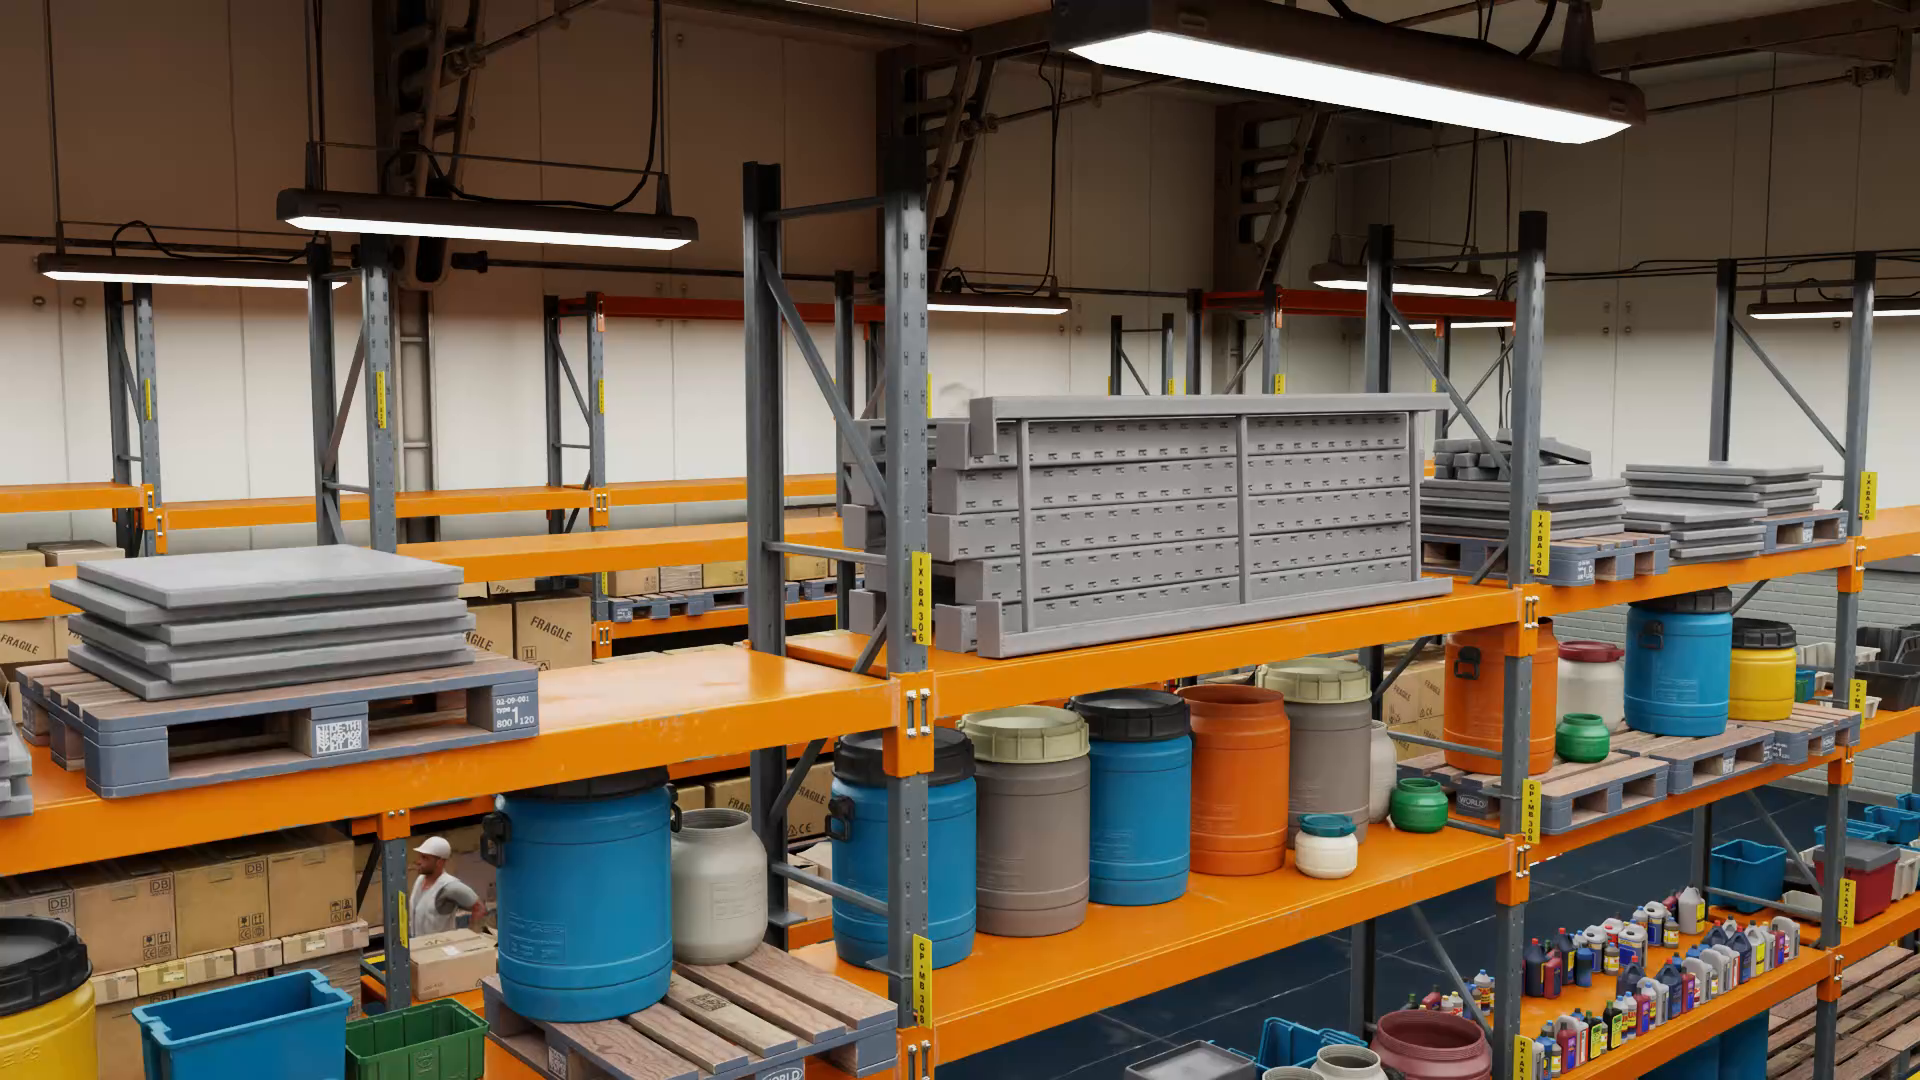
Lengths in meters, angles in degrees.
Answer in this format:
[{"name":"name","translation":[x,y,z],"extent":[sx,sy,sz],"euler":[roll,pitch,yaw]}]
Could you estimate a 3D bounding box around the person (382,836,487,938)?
[{"name":"person","translation":[-3.869,3.072,12.267],"extent":[0.969,1.790,0.658],"euler":[-5,7,-42]}]
